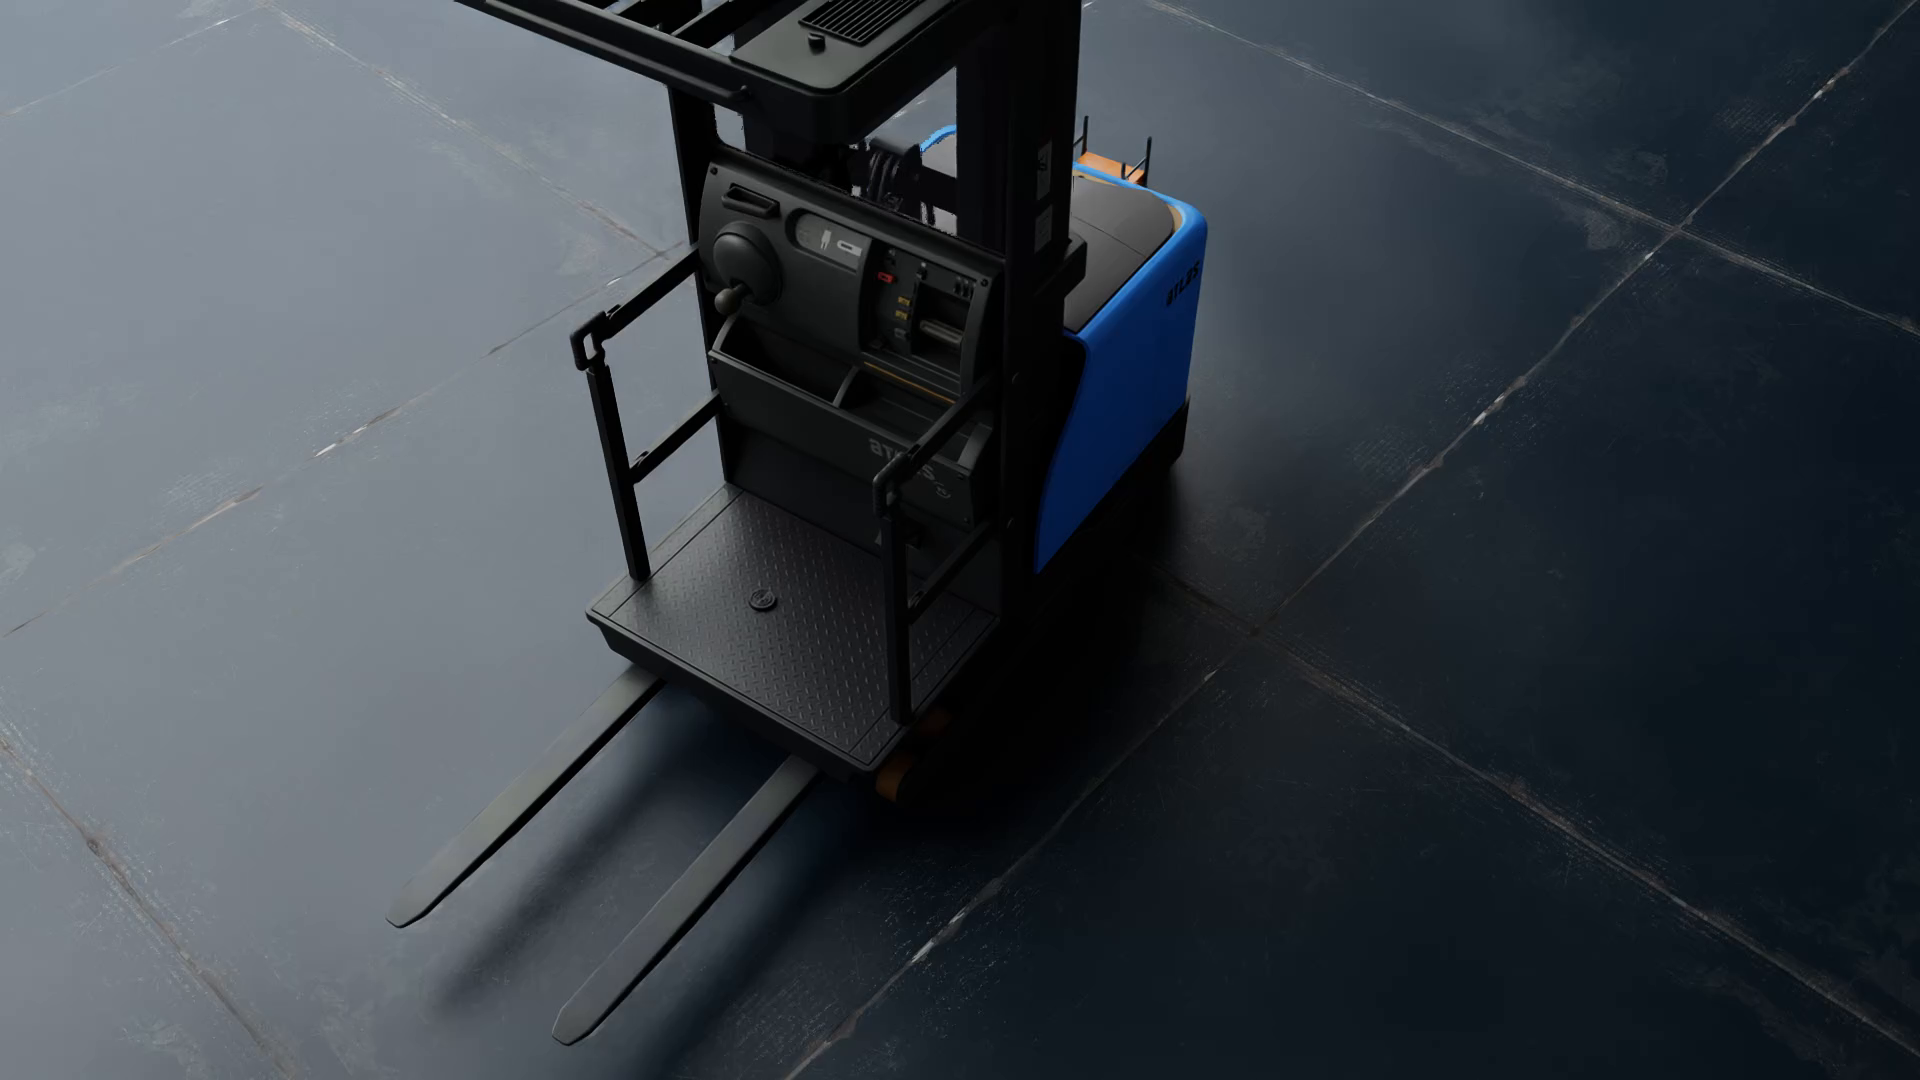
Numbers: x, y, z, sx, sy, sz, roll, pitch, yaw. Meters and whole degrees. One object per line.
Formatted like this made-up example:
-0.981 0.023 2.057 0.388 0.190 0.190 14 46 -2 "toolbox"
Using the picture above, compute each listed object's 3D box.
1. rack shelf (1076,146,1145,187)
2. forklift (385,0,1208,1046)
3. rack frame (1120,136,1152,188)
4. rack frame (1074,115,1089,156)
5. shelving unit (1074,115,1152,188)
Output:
0.481 -1.165 5.745 0.240 0.259 0.215 25 50 21 "rack shelf"
-0.435 -0.613 4.315 1.130 2.935 3.031 26 52 22 "forklift"
0.580 -0.926 5.895 0.008 1.050 0.200 25 50 21 "rack frame"
0.374 -1.021 5.984 0.008 1.050 0.200 25 50 21 "rack frame"
0.477 -0.974 5.940 0.252 1.050 0.215 25 50 21 "shelving unit"
